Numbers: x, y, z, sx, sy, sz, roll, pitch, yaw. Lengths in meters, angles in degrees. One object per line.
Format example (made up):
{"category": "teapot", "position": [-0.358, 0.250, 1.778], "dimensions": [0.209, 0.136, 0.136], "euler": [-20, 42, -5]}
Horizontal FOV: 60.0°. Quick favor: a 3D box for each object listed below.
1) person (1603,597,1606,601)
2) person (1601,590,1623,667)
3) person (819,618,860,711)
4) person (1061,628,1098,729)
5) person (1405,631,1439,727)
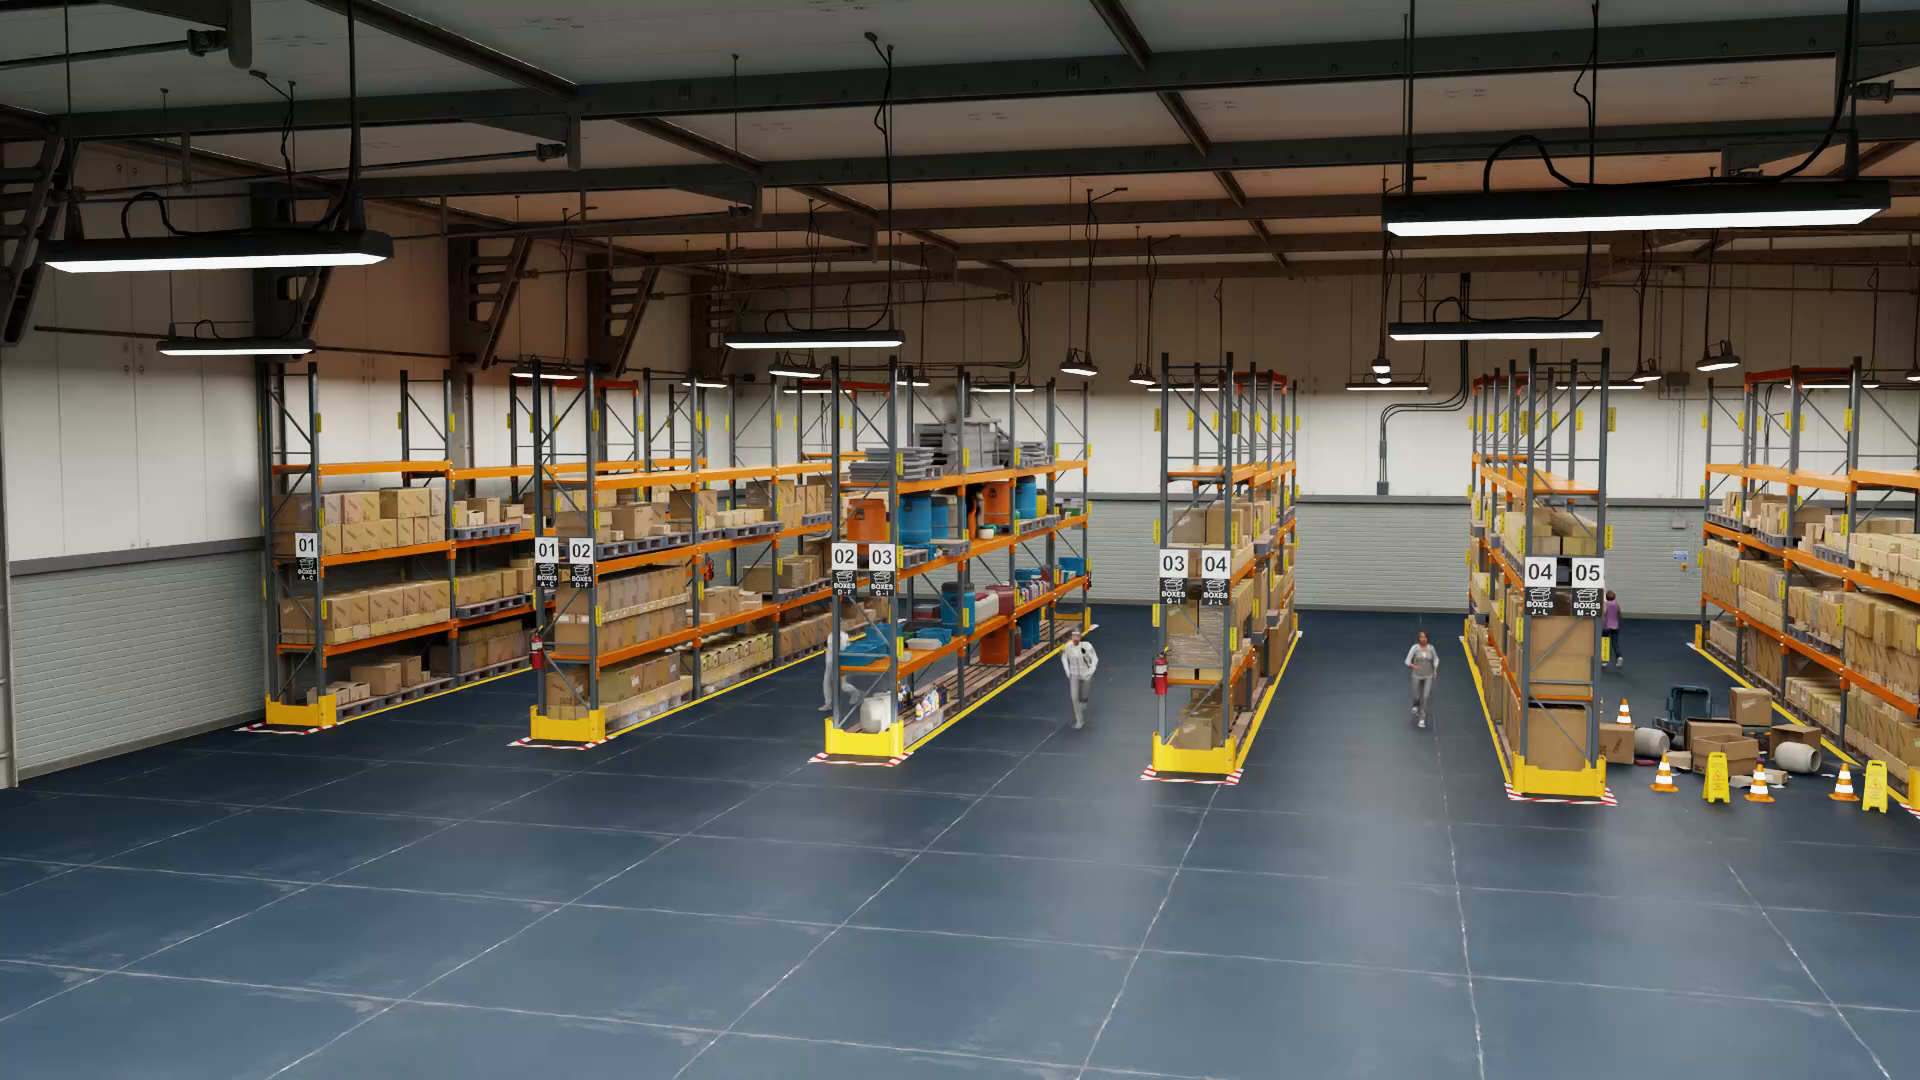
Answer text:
{"category": "person", "position": [14.741, 1.473, 38.629], "dimensions": [0.661, 1.610, 0.586], "euler": [0, 4, 4]}
{"category": "person", "position": [13.193, 1.811, 33.714], "dimensions": [0.537, 1.586, 0.881], "euler": [0, 4, -2]}
{"category": "person", "position": [-2.105, 2.138, 28.931], "dimensions": [0.569, 1.614, 0.787], "euler": [3, 5, 35]}
{"category": "person", "position": [1.991, 2.260, 27.642], "dimensions": [0.625, 1.679, 0.890], "euler": [1, 4, 11]}
{"category": "person", "position": [7.648, 2.280, 27.530], "dimensions": [0.553, 1.565, 0.696], "euler": [1, 4, 7]}
